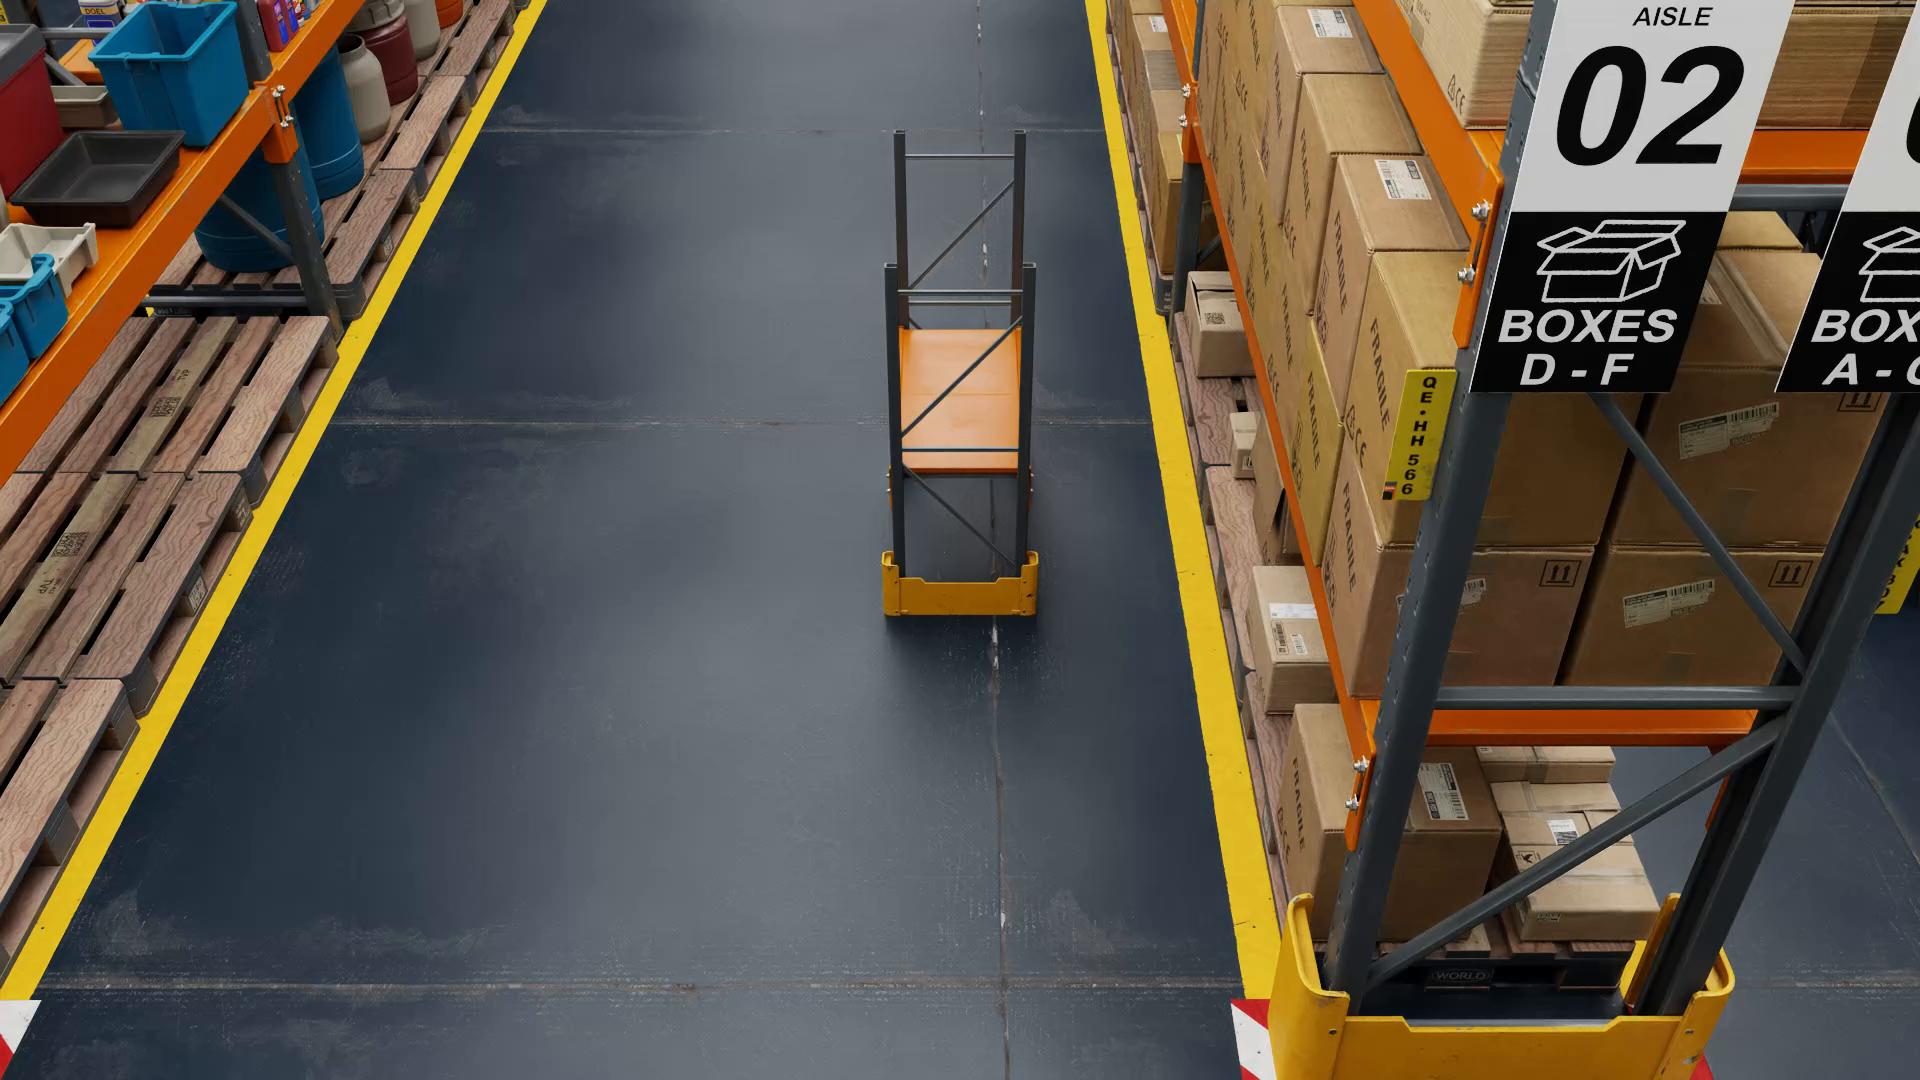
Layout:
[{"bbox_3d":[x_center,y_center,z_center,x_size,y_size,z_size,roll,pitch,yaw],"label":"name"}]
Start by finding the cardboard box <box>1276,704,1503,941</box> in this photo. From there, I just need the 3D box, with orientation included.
[{"bbox_3d":[1.255,0.838,4.953,0.500,0.500,0.500,0,39,0],"label":"cardboard box"}]

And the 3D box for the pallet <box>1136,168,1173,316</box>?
[{"bbox_3d":[1.459,-1.548,8.512,1.003,0.211,1.213,0,39,0],"label":"pallet"}]

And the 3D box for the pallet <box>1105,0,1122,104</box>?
[{"bbox_3d":[1.456,-3.073,10.417,1.003,0.211,1.213,0,39,0],"label":"pallet"}]

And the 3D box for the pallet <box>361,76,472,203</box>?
[{"bbox_3d":[-3.419,-2.285,9.433,1.003,0.211,1.213,0,39,0],"label":"pallet"}]

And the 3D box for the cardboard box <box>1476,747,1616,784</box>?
[{"bbox_3d":[1.785,0.623,5.421,0.500,0.250,0.500,0,39,0],"label":"cardboard box"}]

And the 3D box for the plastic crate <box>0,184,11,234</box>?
[{"bbox_3d":[-3.638,-1.148,5.831,0.437,0.282,0.530,0,39,0],"label":"plastic crate"}]

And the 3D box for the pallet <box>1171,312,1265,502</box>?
[{"bbox_3d":[1.498,-0.609,7.342,1.003,0.211,1.213,0,39,0],"label":"pallet"}]

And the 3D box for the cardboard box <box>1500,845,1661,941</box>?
[{"bbox_3d":[1.846,1.053,4.965,0.380,0.149,0.250,0,39,0],"label":"cardboard box"}]

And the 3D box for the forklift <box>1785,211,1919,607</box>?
[{"bbox_3d":[4.137,-1.729,6.564,1.130,2.935,3.031,11,40,13],"label":"forklift"}]

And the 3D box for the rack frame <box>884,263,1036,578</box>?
[{"bbox_3d":[0.000,-0.321,5.951,0.500,1.500,0.032,0,39,0],"label":"rack frame"}]

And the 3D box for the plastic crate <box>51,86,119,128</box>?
[{"bbox_3d":[-3.598,-1.755,6.705,0.396,0.136,0.243,0,39,0],"label":"plastic crate"}]

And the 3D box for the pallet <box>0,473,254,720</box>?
[{"bbox_3d":[-3.412,0.187,6.348,1.003,0.211,1.213,0,39,0],"label":"pallet"}]

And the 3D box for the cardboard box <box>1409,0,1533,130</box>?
[{"bbox_3d":[1.238,-1.059,3.394,0.500,0.250,0.500,0,39,0],"label":"cardboard box"}]

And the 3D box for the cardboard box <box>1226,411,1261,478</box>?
[{"bbox_3d":[1.293,-0.390,6.751,0.380,0.166,0.250,0,39,0],"label":"cardboard box"}]

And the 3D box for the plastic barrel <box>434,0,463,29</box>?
[{"bbox_3d":[-3.443,-3.638,10.291,0.600,0.830,0.708,0,39,0],"label":"plastic barrel"}]

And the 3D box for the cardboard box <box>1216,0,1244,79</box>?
[{"bbox_3d":[1.218,-1.939,5.891,0.500,0.500,0.500,-1,39,-1],"label":"cardboard box"}]

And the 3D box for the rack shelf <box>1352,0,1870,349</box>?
[{"bbox_3d":[1.500,-1.766,4.732,1.077,0.370,4.000,0,39,0],"label":"rack shelf"}]

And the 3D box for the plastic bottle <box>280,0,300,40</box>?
[{"bbox_3d":[-3.030,-2.393,7.431,0.061,0.283,0.133,0,39,0],"label":"plastic bottle"}]

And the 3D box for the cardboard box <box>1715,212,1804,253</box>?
[{"bbox_3d":[1.757,-0.660,4.295,0.500,0.500,0.500,0,39,0],"label":"cardboard box"}]

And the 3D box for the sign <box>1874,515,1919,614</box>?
[{"bbox_3d":[2.045,0.036,3.614,0.100,0.325,0.005,0,39,0],"label":"sign"}]

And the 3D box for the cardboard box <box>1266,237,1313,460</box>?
[{"bbox_3d":[1.230,-0.581,4.997,0.500,0.500,0.500,0,39,0],"label":"cardboard box"}]

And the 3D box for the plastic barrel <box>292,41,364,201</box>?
[{"bbox_3d":[-3.440,-2.254,8.506,0.600,0.901,0.708,0,39,0],"label":"plastic barrel"}]

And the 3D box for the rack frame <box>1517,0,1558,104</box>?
[{"bbox_3d":[1.502,-1.967,2.008,1.000,3.000,0.127,0,39,0],"label":"rack frame"}]

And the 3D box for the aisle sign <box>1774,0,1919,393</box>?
[{"bbox_3d":[1.796,-0.598,3.018,0.394,0.787,0.004,0,39,0],"label":"aisle sign"}]

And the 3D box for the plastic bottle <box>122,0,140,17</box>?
[{"bbox_3d":[-3.655,-2.306,7.388,0.097,0.201,0.097,0,39,0],"label":"plastic bottle"}]

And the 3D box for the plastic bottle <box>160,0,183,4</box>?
[{"bbox_3d":[-3.655,-2.535,7.673,0.097,0.201,0.097,0,39,0],"label":"plastic bottle"}]

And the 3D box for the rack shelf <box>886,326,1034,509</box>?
[{"bbox_3d":[0.000,-0.498,6.460,0.538,0.185,1.000,0,39,0],"label":"rack shelf"}]

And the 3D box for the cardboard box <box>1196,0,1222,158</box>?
[{"bbox_3d":[1.226,-1.847,6.576,0.500,0.500,0.500,1,39,1],"label":"cardboard box"}]

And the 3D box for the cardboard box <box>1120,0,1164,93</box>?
[{"bbox_3d":[1.210,-2.899,9.616,0.500,0.500,0.500,-1,39,-1],"label":"cardboard box"}]

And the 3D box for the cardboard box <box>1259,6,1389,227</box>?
[{"bbox_3d":[1.220,-1.294,5.087,0.500,0.500,0.500,1,39,1],"label":"cardboard box"}]

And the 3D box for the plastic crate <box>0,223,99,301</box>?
[{"bbox_3d":[-3.153,-0.958,5.709,0.293,0.136,0.466,0,39,0],"label":"plastic crate"}]

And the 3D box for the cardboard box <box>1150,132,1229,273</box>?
[{"bbox_3d":[1.211,-1.632,8.035,0.500,0.500,0.500,0,39,0],"label":"cardboard box"}]

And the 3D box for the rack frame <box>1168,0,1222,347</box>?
[{"bbox_3d":[1.498,-2.127,7.006,1.000,3.000,0.127,0,39,0],"label":"rack frame"}]

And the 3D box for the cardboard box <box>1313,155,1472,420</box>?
[{"bbox_3d":[1.225,-0.649,4.282,0.500,0.500,0.500,1,39,1],"label":"cardboard box"}]

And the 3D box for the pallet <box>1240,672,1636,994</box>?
[{"bbox_3d":[1.500,0.916,5.438,1.003,0.211,1.213,0,39,0],"label":"pallet"}]

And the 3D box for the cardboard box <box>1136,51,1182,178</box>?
[{"bbox_3d":[1.218,-2.255,8.812,0.500,0.500,0.500,0,39,1],"label":"cardboard box"}]

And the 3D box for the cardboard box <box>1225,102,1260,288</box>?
[{"bbox_3d":[1.228,-1.214,5.787,0.500,0.500,0.500,0,39,0],"label":"cardboard box"}]

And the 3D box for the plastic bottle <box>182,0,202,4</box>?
[{"bbox_3d":[-3.640,-2.681,7.737,0.144,0.351,0.185,0,39,0],"label":"plastic bottle"}]

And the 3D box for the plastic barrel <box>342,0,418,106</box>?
[{"bbox_3d":[-3.441,-2.838,9.485,0.600,0.588,0.708,0,39,0],"label":"plastic barrel"}]

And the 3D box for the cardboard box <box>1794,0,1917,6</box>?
[{"bbox_3d":[1.762,-1.254,3.238,0.500,0.250,0.500,0,39,0],"label":"cardboard box"}]

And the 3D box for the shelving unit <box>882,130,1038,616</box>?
[{"bbox_3d":[0.000,-0.633,6.340,0.587,1.500,1.083,0,39,0],"label":"shelving unit"}]

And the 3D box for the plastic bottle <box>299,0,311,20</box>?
[{"bbox_3d":[-3.048,-2.522,7.601,0.097,0.271,0.097,0,39,0],"label":"plastic bottle"}]

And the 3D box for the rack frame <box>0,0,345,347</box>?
[{"bbox_3d":[-3.456,-2.126,7.004,1.000,3.000,0.127,0,39,0],"label":"rack frame"}]

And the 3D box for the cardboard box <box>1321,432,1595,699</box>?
[{"bbox_3d":[1.230,0.055,4.202,0.500,0.500,0.500,1,39,1],"label":"cardboard box"}]

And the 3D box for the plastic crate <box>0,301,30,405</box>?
[{"bbox_3d":[-3.124,-0.561,5.137,0.416,0.233,0.300,0,39,0],"label":"plastic crate"}]

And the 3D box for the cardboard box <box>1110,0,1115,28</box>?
[{"bbox_3d":[1.208,-3.540,10.416,0.500,0.500,0.500,2,39,2],"label":"cardboard box"}]

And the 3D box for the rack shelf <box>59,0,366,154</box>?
[{"bbox_3d":[-3.458,-3.096,8.790,1.077,0.370,4.000,0,39,0],"label":"rack shelf"}]

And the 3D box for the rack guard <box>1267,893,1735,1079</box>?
[{"bbox_3d":[1.502,1.302,4.725,1.175,0.500,0.348,0,39,0],"label":"rack guard"}]

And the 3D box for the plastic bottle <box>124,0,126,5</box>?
[{"bbox_3d":[-3.825,-2.471,7.528,0.061,0.283,0.133,0,39,0],"label":"plastic bottle"}]

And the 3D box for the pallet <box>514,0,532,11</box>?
[{"bbox_3d":[-3.422,-4.024,11.602,1.003,0.211,1.213,0,39,0],"label":"pallet"}]
